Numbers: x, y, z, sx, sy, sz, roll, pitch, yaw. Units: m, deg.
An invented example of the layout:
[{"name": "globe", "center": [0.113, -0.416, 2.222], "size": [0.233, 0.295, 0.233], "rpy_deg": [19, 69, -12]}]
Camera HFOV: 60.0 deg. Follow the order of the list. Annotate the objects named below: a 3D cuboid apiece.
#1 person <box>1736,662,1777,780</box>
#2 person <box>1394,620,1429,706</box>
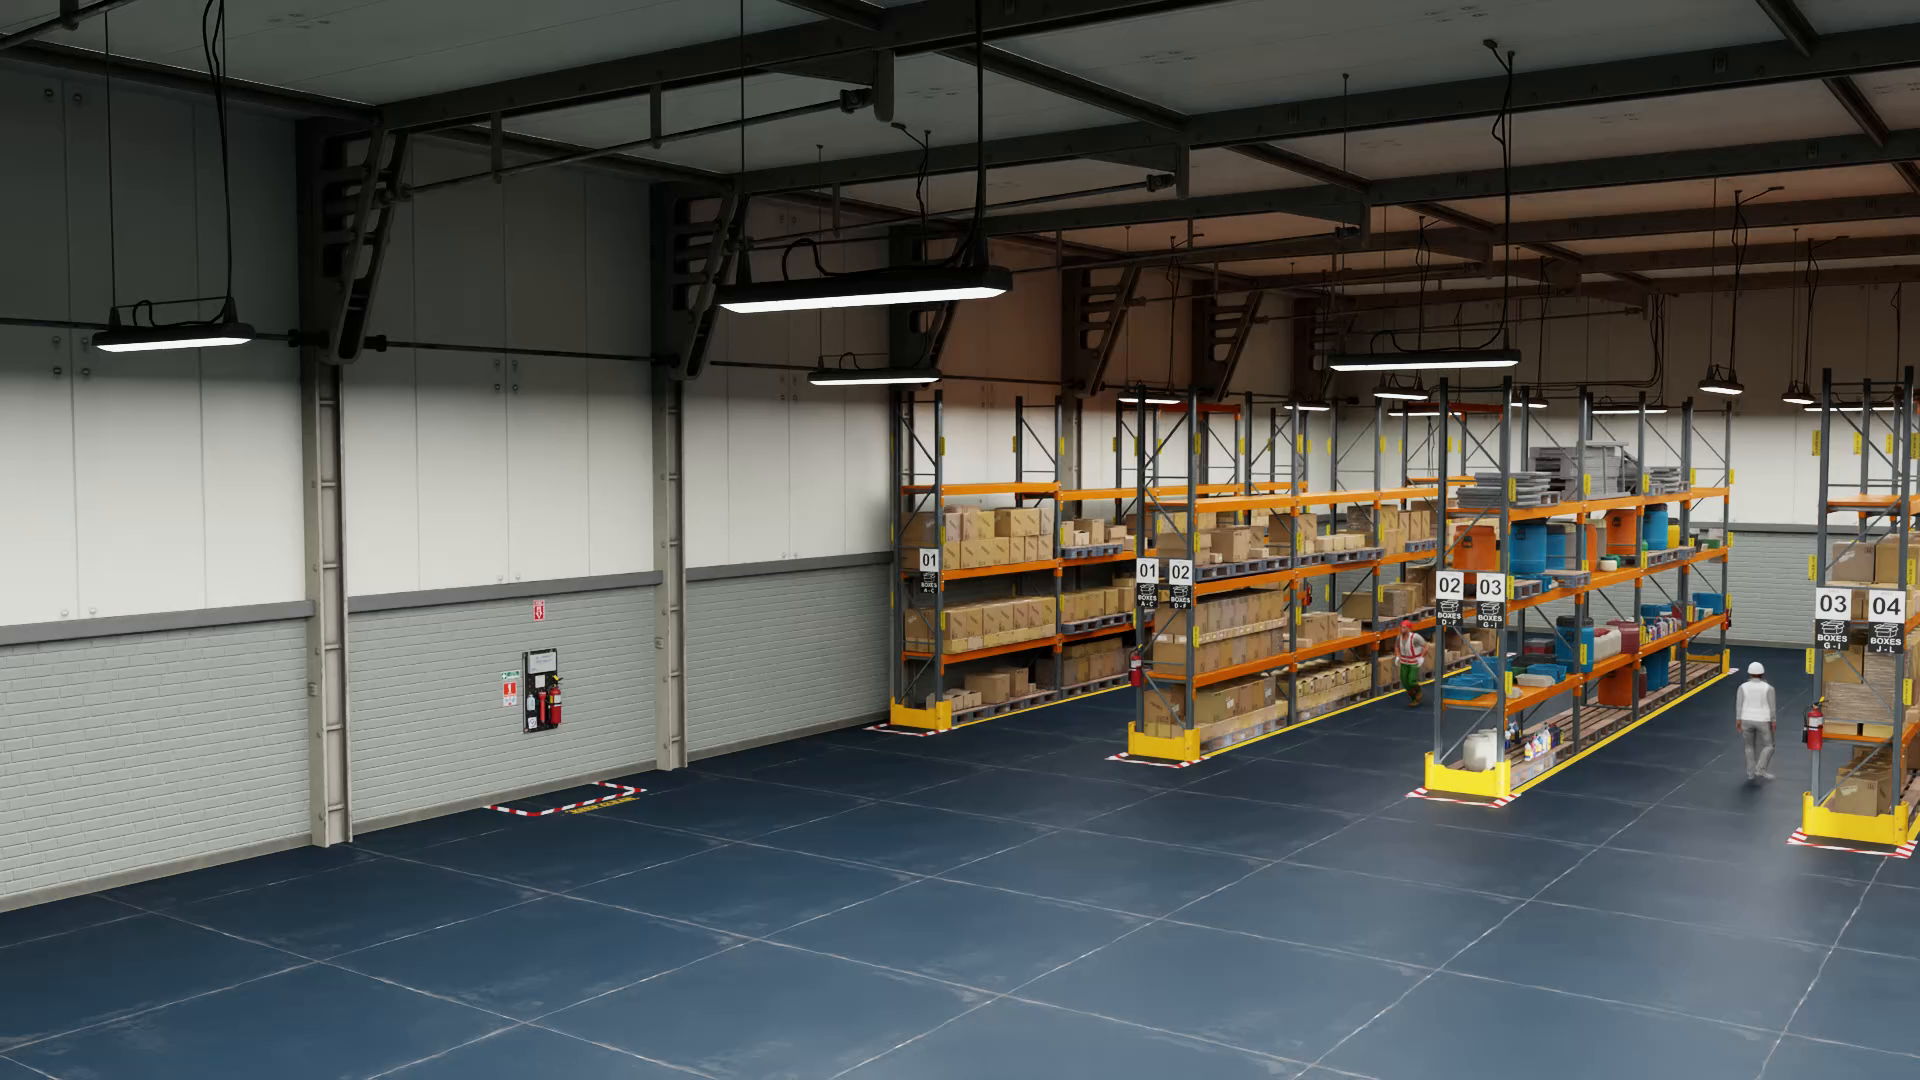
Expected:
[{"name": "person", "center": [11.935, 2.720, 24.928], "size": [0.566, 1.772, 0.537], "rpy_deg": [2, 4, 33]}, {"name": "person", "center": [8.671, 2.366, 31.956], "size": [0.696, 1.687, 0.628], "rpy_deg": [3, 4, 43]}]
